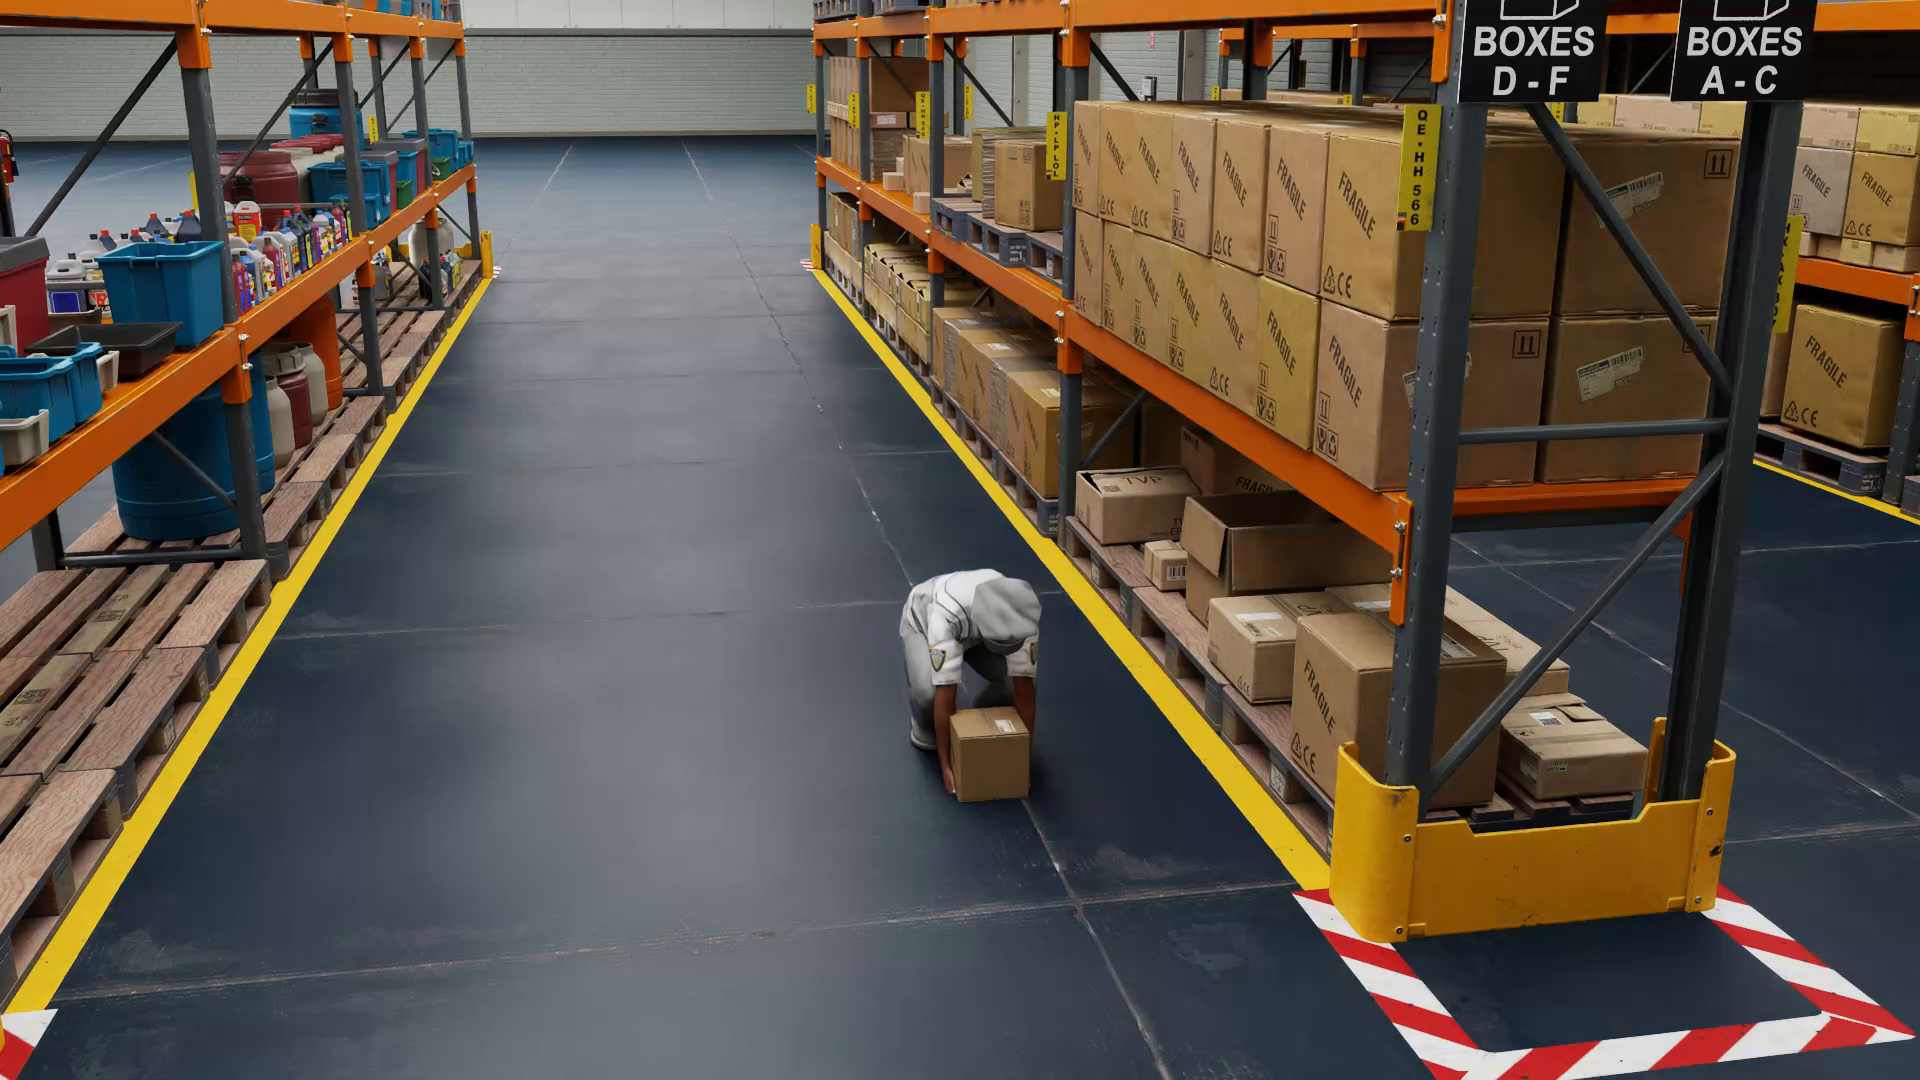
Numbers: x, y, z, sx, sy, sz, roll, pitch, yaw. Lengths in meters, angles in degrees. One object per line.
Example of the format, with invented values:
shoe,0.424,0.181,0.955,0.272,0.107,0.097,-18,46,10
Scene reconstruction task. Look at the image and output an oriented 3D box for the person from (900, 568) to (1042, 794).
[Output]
person,0.041,0.461,6.157,0.475,0.847,0.898,-3,17,-11
